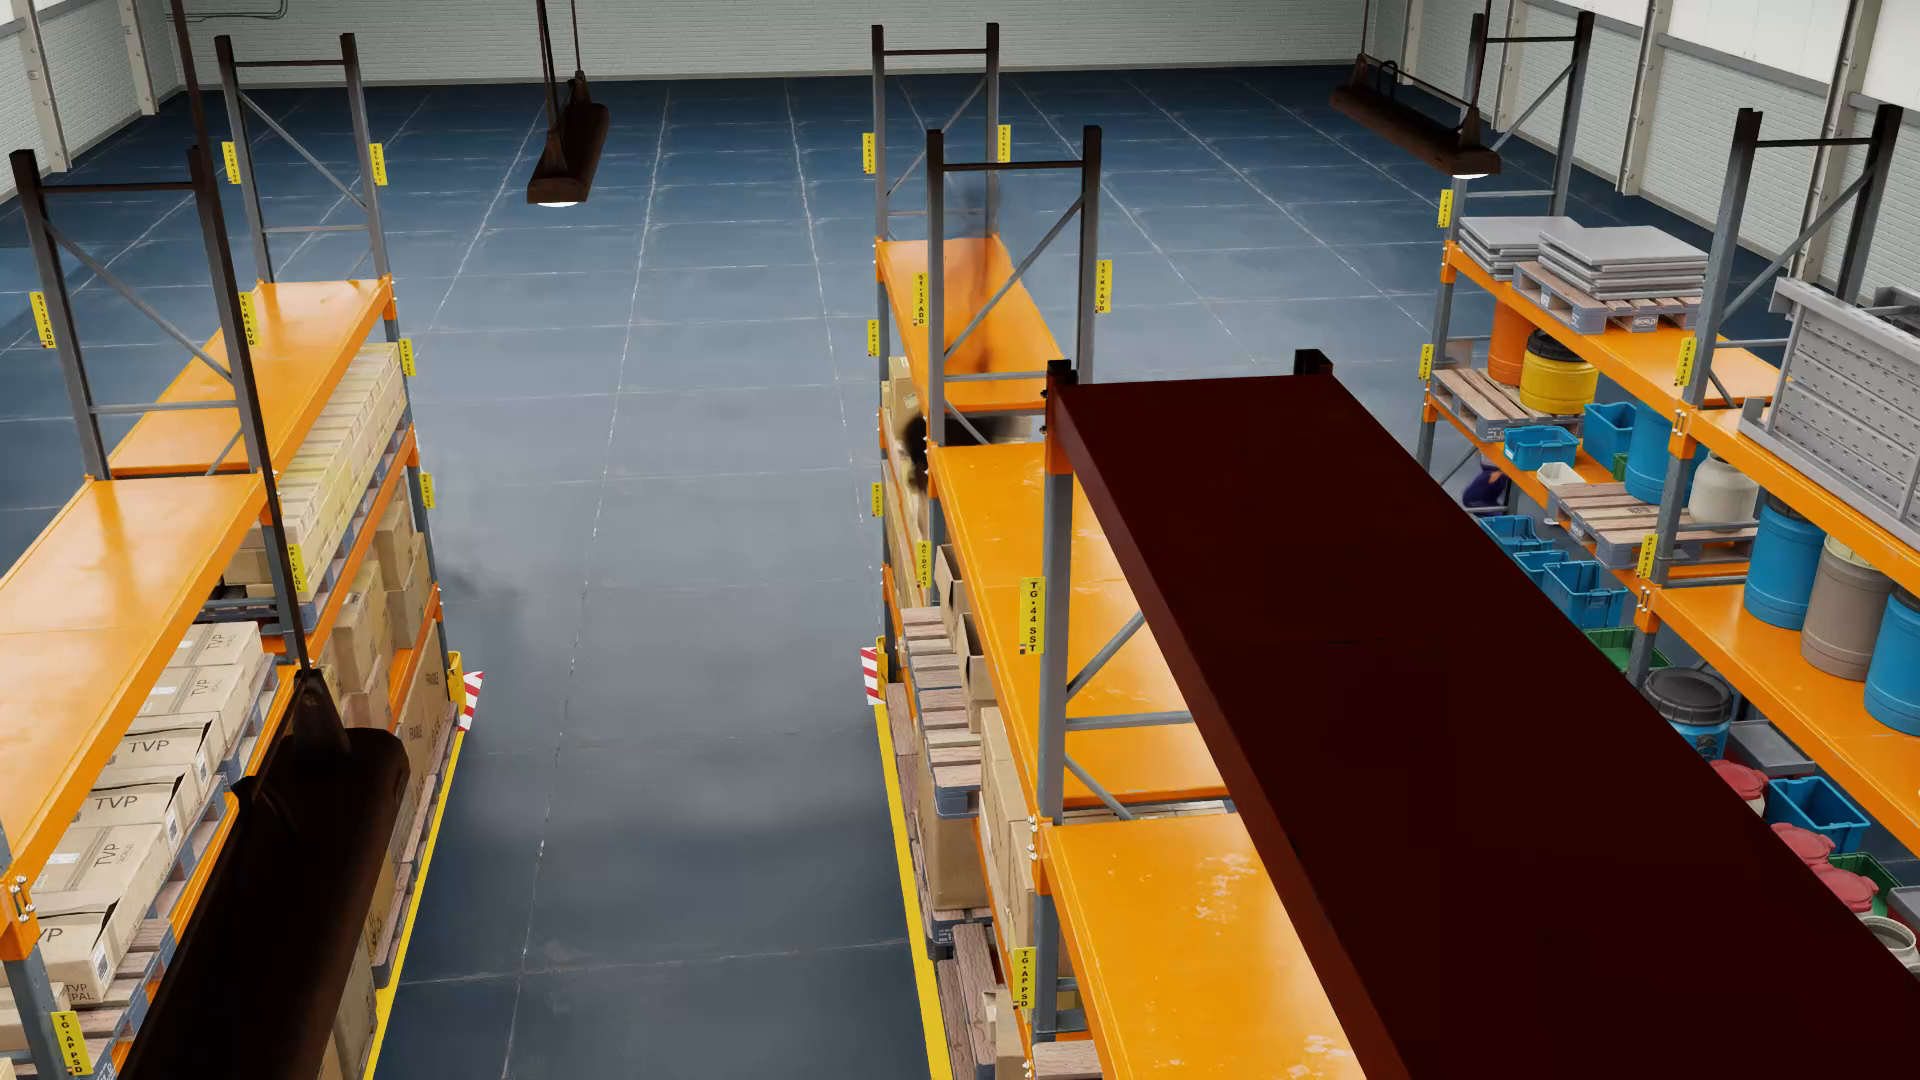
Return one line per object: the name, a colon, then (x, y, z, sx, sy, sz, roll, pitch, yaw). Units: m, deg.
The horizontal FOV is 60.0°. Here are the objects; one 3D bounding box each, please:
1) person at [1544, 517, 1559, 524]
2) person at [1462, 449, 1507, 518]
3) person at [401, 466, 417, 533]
person: (6.631, -0.841, 18.619, 0.786, 1.450, 0.566, 13, 29, 26)
person: (5.789, -0.720, 18.147, 0.565, 1.609, 0.594, 11, 28, 22)
person: (-6.296, -0.724, 18.264, 0.649, 1.627, 1.034, -22, 33, -38)
